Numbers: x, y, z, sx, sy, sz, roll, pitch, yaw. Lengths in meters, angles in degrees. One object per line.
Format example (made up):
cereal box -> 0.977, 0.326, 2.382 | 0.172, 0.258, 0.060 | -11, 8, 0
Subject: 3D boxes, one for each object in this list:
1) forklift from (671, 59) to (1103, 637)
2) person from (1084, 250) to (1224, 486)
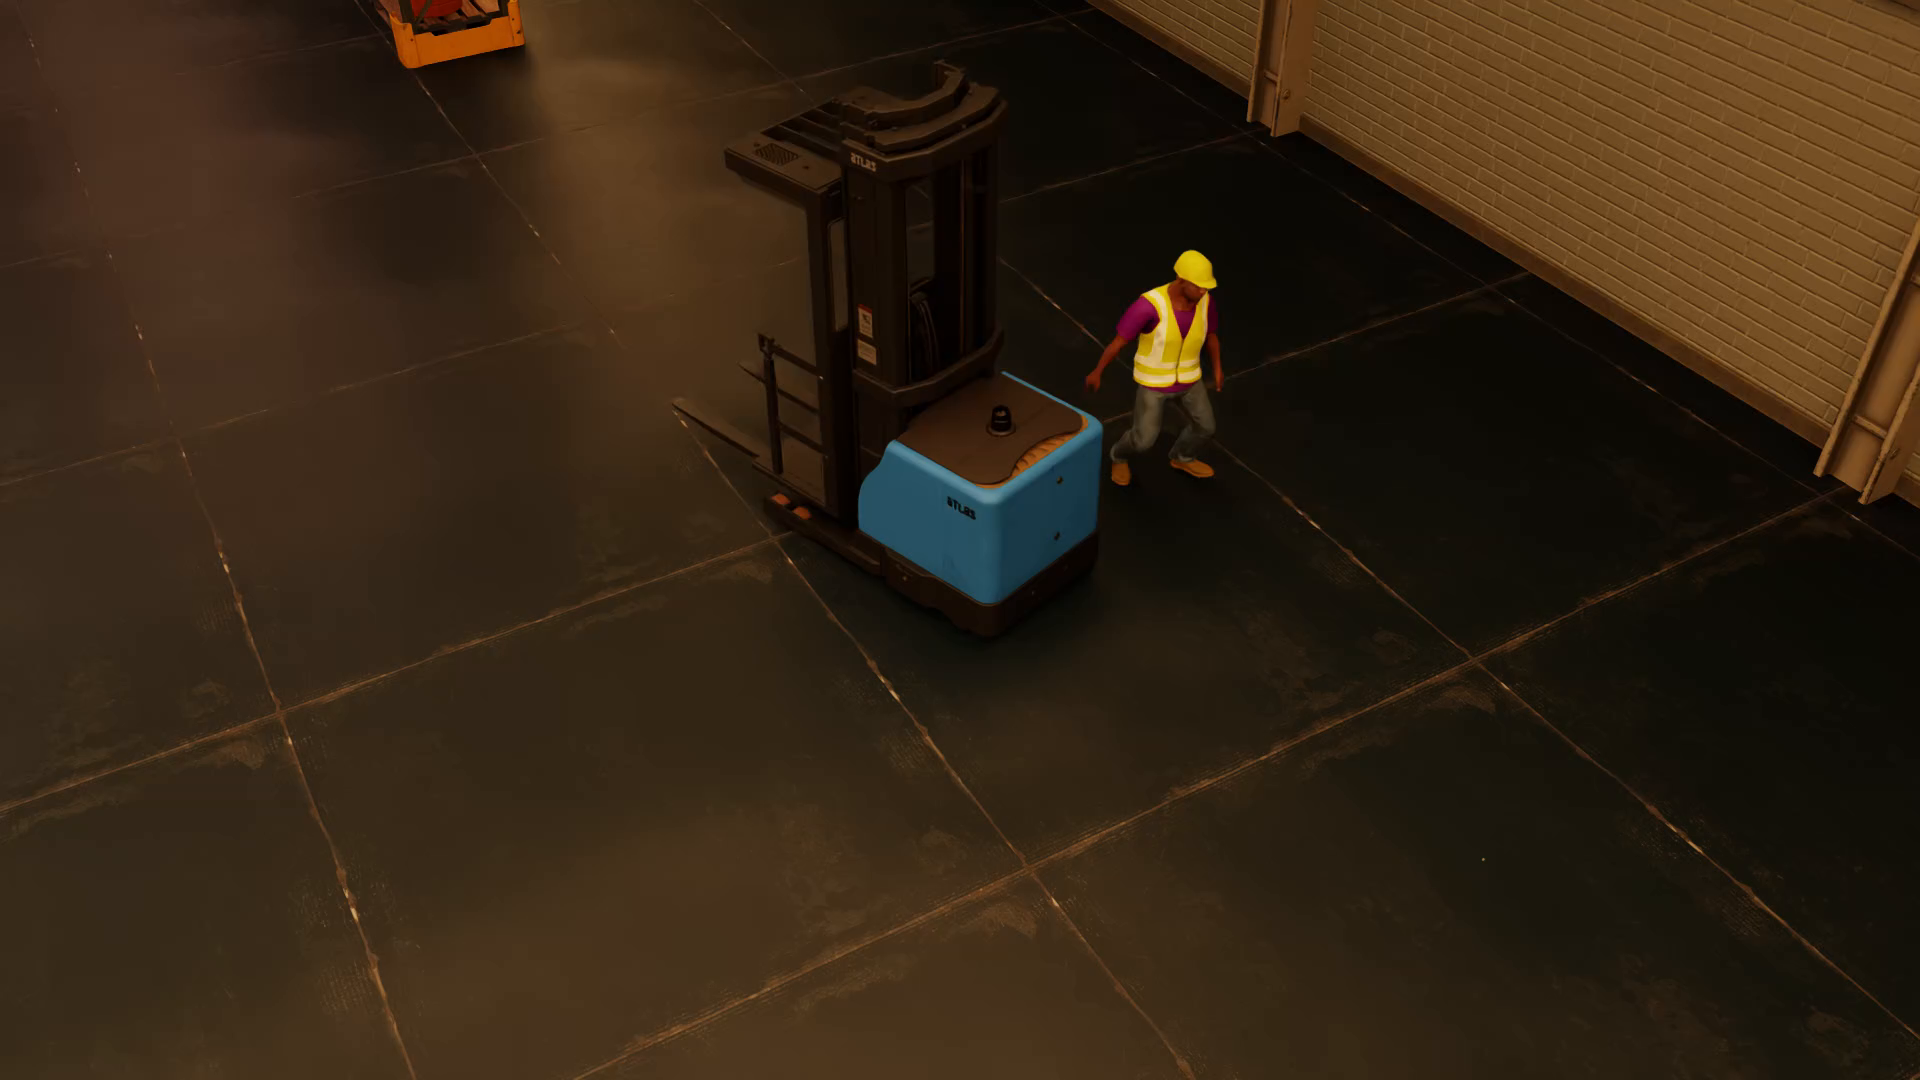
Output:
forklift -> -0.593, -1.389, 9.711 | 3.031, 2.935, 1.130 | 30, 48, 31
person -> 1.218, -1.050, 10.280 | 0.918, 1.688, 0.494 | -12, 41, -14
